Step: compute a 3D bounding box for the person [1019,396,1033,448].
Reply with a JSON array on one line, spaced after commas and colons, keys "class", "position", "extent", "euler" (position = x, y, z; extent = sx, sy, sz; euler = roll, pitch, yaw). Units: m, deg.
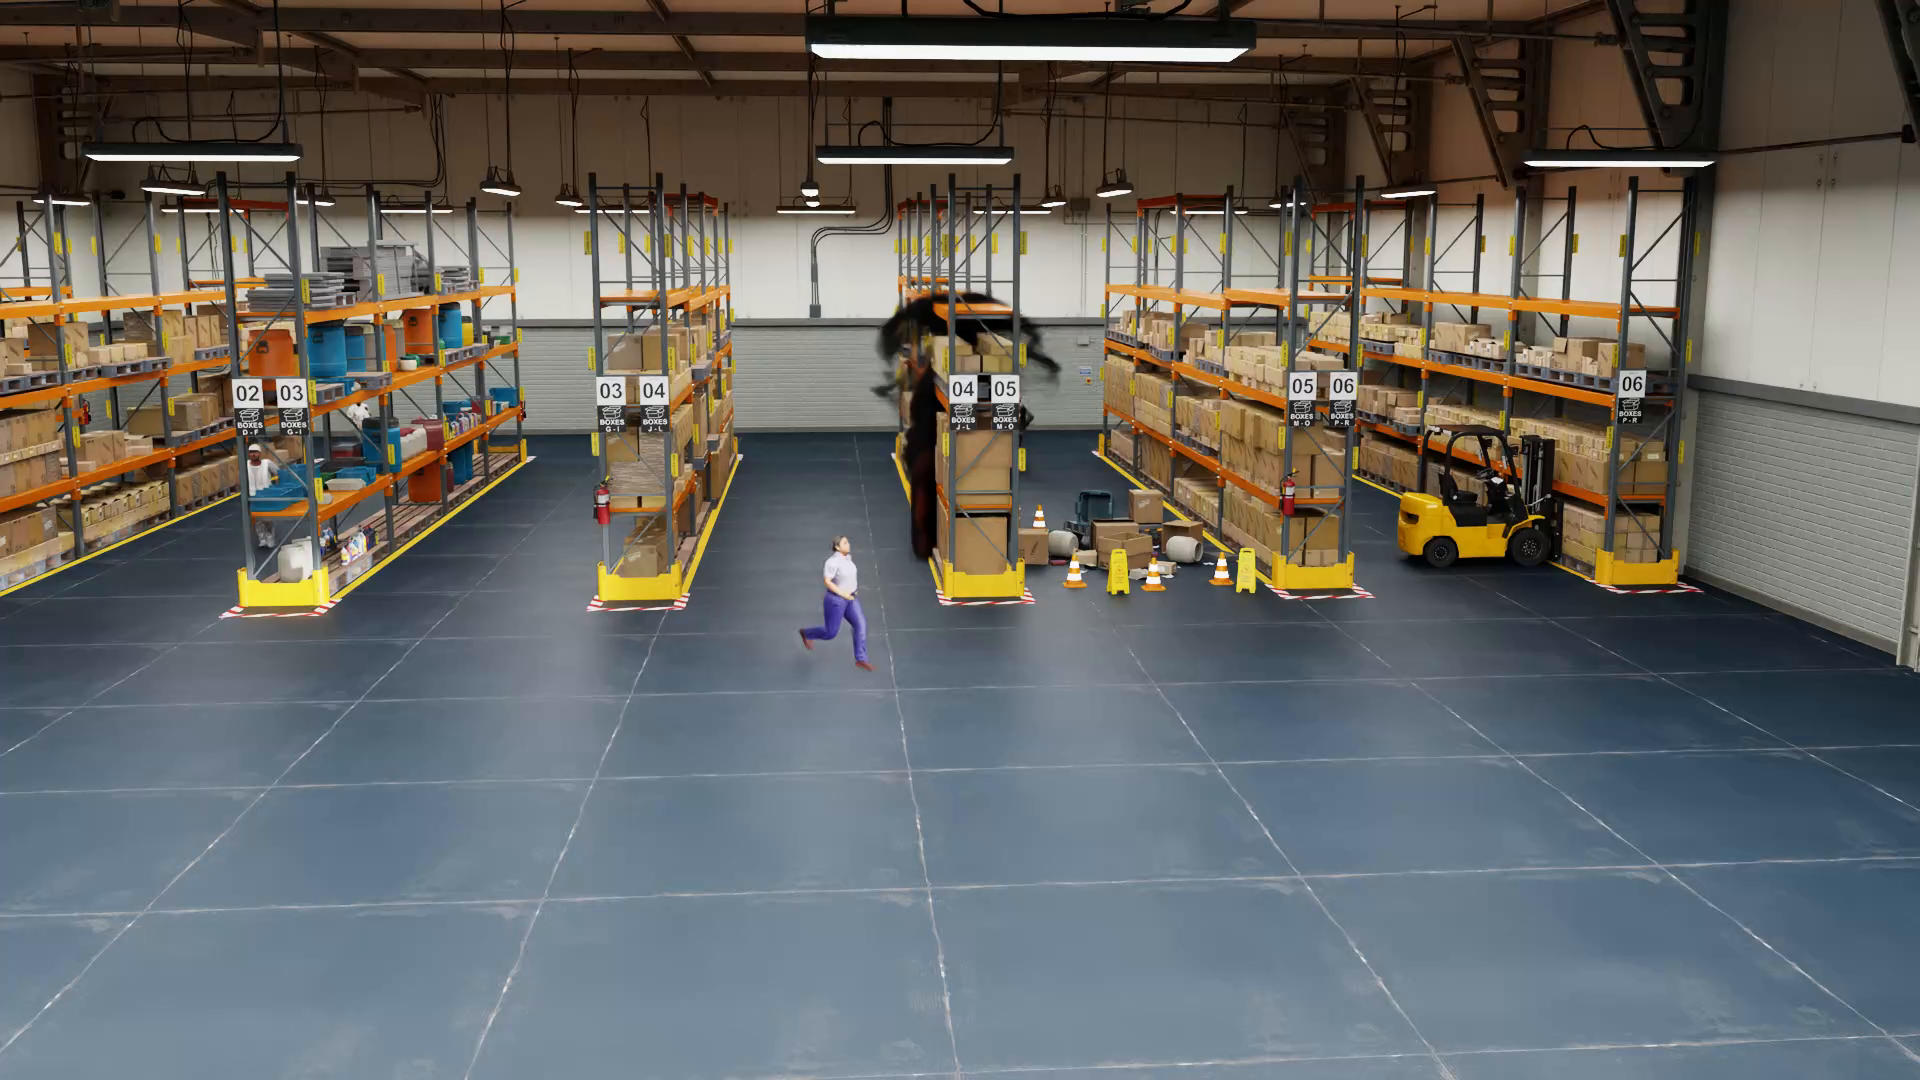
[{"class": "person", "position": [1.278, -2.418, 37.555], "extent": [0.662, 1.720, 0.834], "euler": [-4, 11, -20]}]

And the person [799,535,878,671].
[{"class": "person", "position": [-1.462, 0.751, 19.949], "extent": [1.015, 1.643, 0.584], "euler": [6, 12, 31]}]

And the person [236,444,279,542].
[{"class": "person", "position": [-11.694, -0.756, 27.683], "extent": [0.674, 1.681, 0.637], "euler": [-1, 10, -7]}]

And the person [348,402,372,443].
[{"class": "person", "position": [-13.988, -2.608, 38.964], "extent": [0.605, 1.586, 0.521], "euler": [-8, 13, -37]}]
